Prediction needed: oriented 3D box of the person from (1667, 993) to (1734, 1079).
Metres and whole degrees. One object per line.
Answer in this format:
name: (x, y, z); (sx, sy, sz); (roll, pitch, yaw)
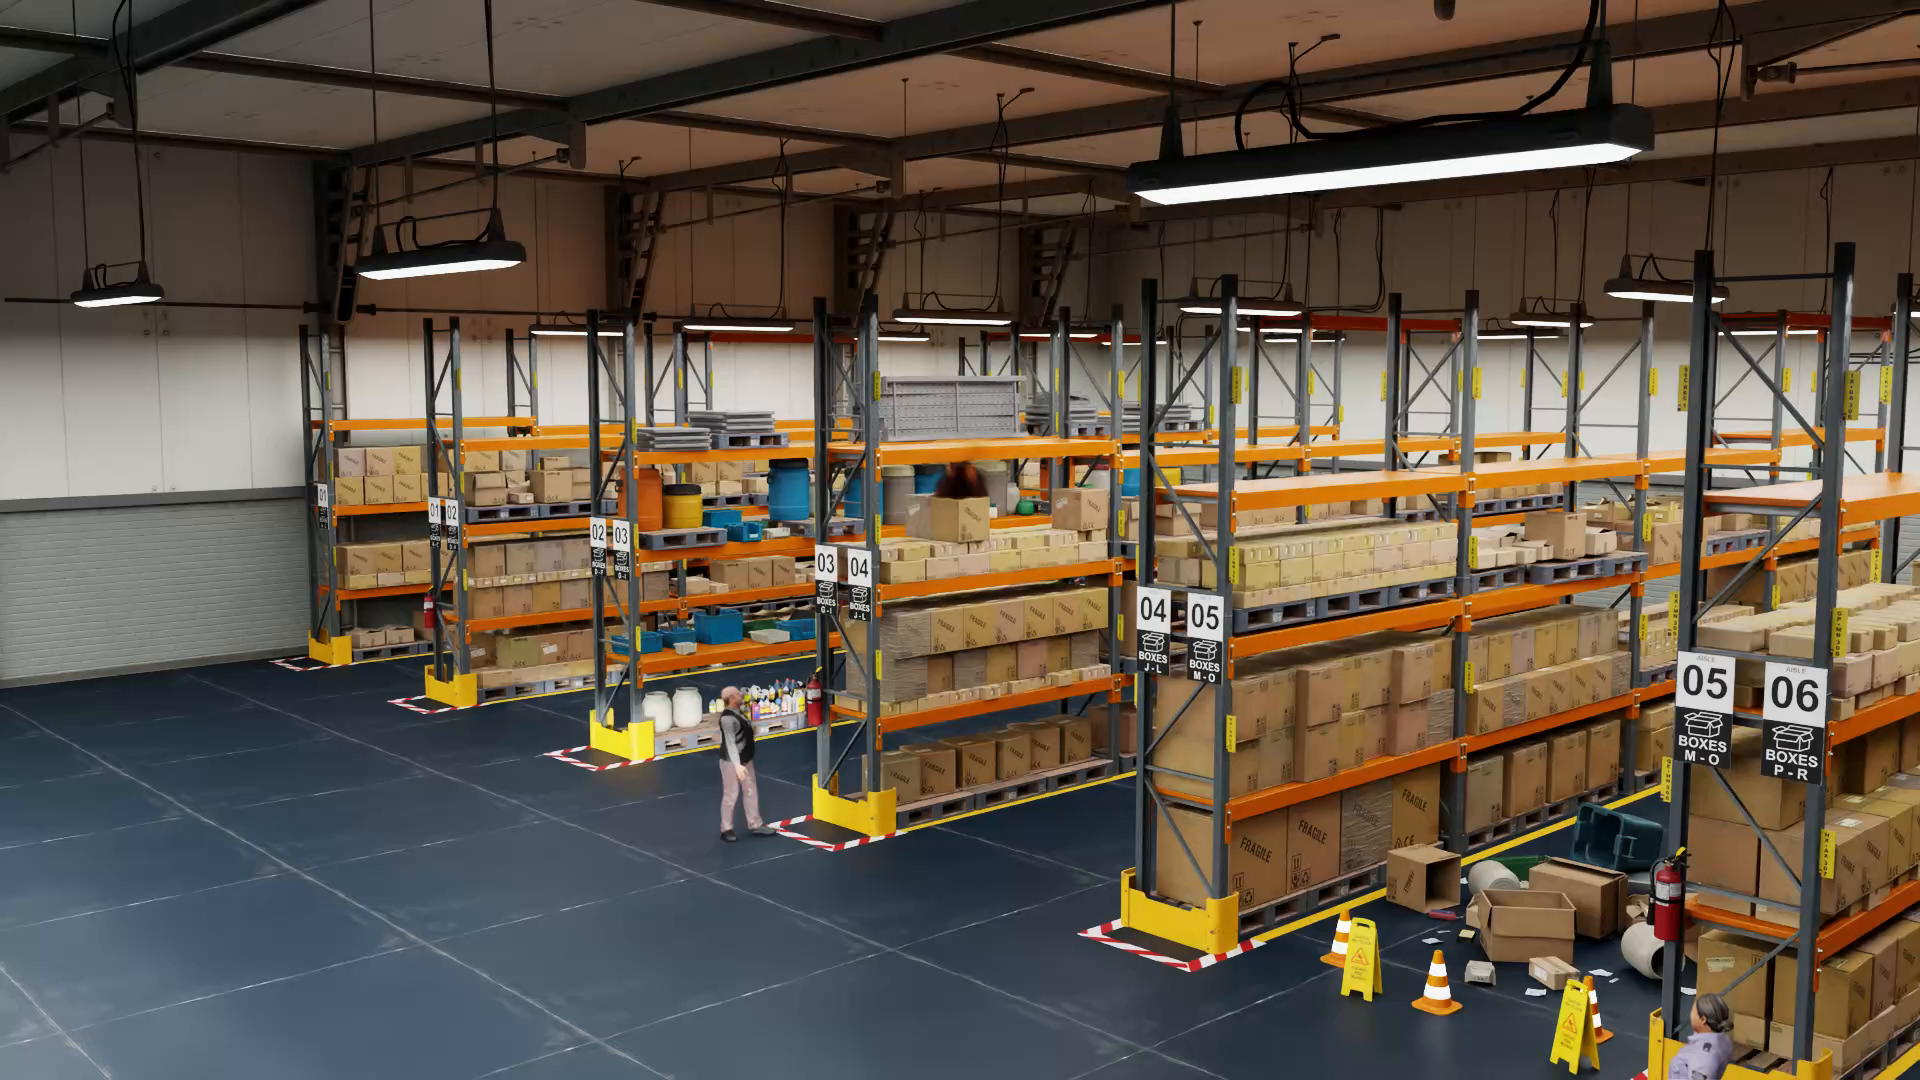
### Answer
person: (4.162, 3.396, 9.517); (0.506, 1.667, 0.493); (2, 6, 17)

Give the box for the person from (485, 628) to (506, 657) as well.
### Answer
person: (-8.487, 1.275, 30.225); (0.390, 1.707, 0.504); (3, 6, 25)

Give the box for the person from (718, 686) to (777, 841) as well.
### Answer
person: (-2.394, 2.462, 18.421); (0.571, 1.710, 0.595); (2, 6, 19)
